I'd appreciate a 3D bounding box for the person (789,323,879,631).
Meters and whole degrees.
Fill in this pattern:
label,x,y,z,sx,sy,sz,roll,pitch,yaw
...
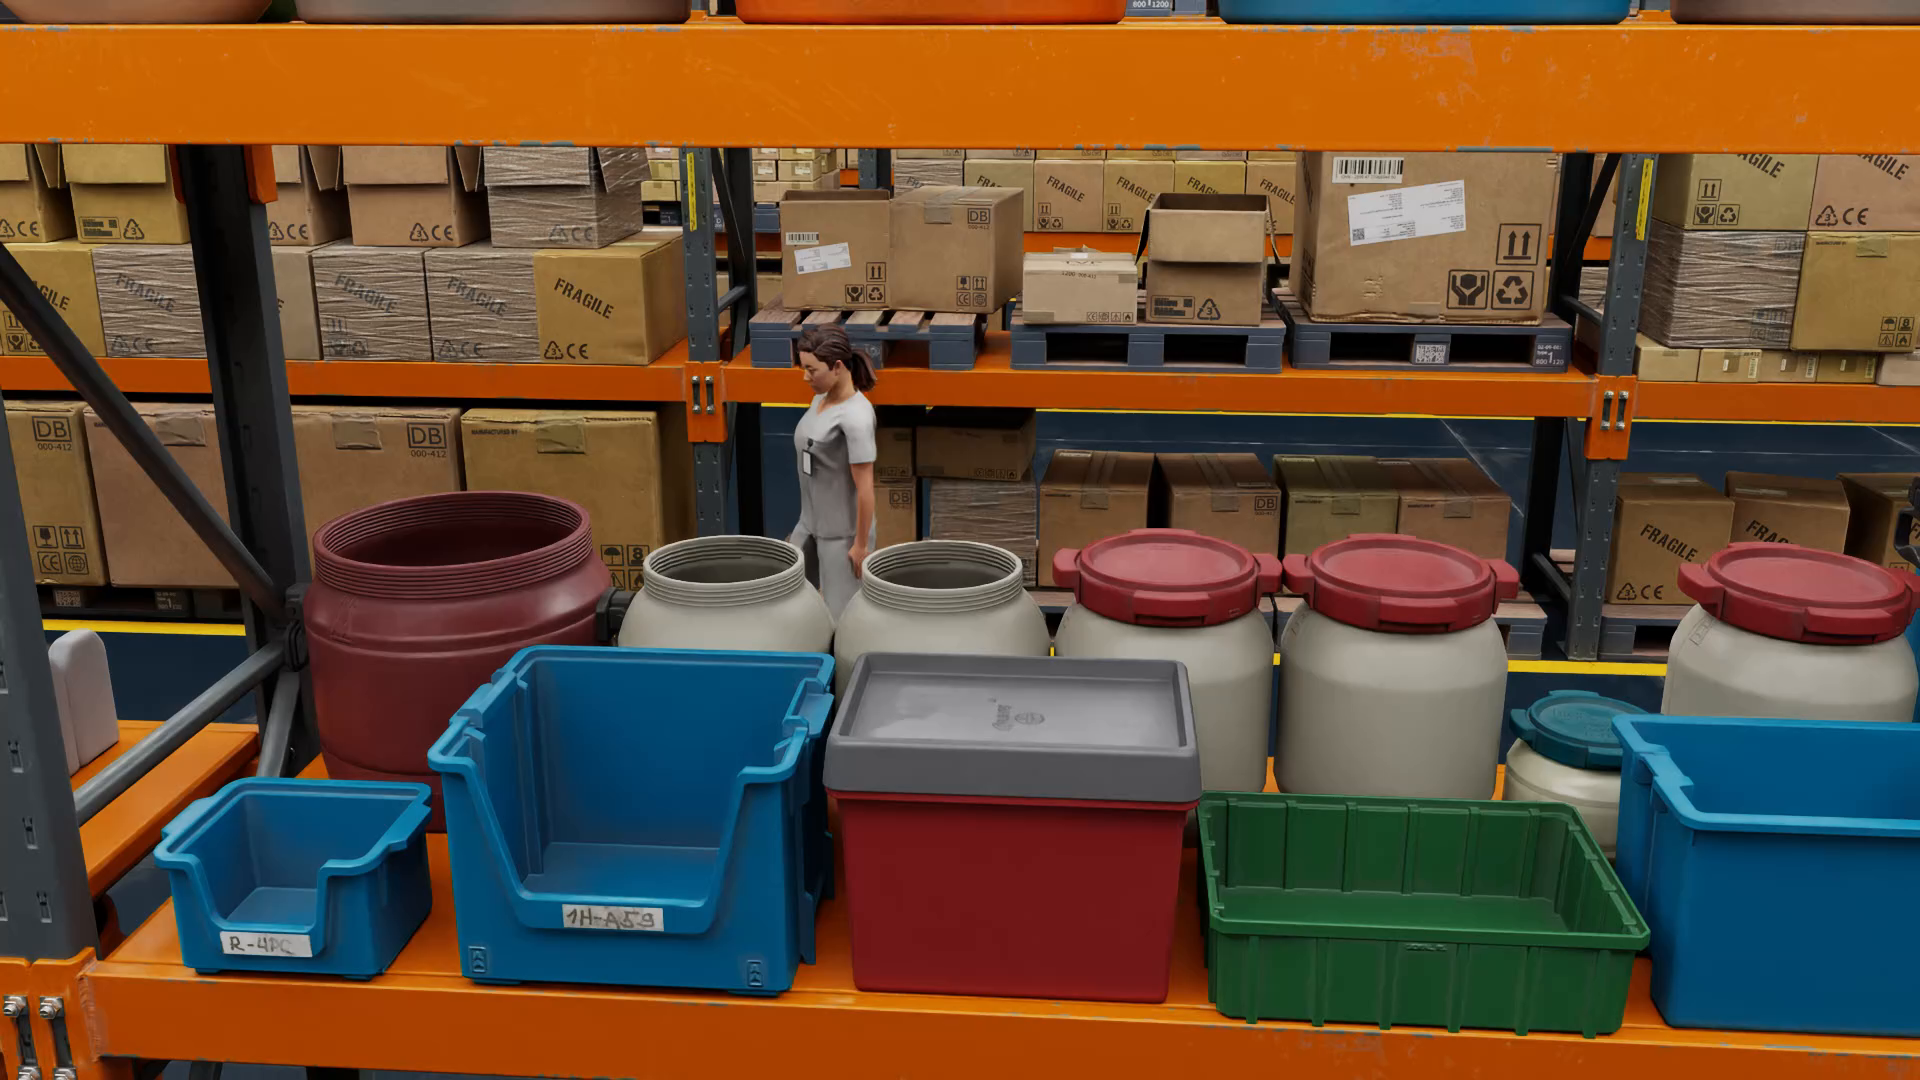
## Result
label,x,y,z,sx,sy,sz,roll,pitch,yaw
person,-0.503,-0.027,6.553,0.399,1.675,0.481,-8,19,-25
